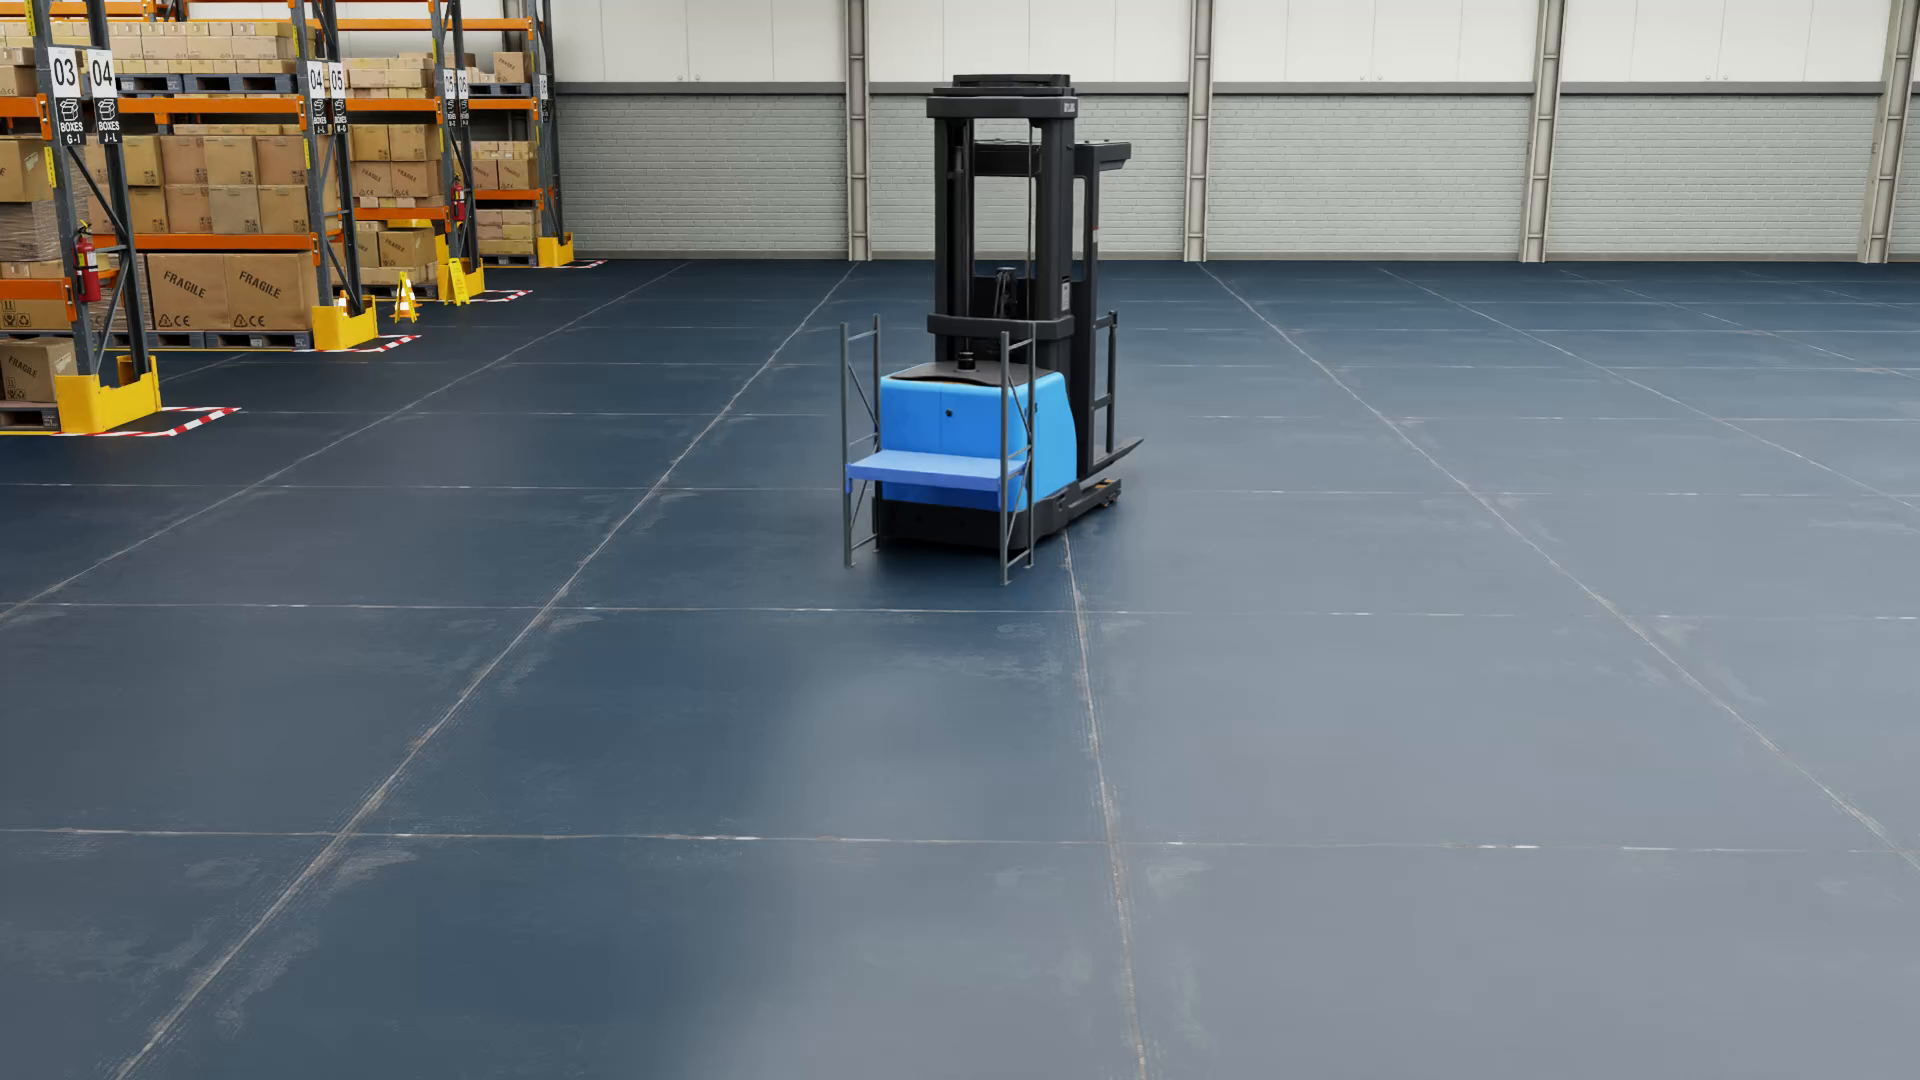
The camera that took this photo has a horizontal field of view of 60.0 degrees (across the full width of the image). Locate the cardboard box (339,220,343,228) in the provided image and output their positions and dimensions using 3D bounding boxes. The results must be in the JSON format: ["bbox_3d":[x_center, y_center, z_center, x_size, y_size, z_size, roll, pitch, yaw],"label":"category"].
[{"bbox_3d":[-8.935,-4.521,23.920,0.250,0.149,0.380,1,15,4],"label":"cardboard box"}]

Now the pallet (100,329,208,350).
[{"bbox_3d":[-9.288,-2.425,19.617,1.213,0.211,1.003,0,15,1],"label":"pallet"}]

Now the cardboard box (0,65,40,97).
[{"bbox_3d":[-7.986,-3.831,13.896,0.500,0.250,0.500,1,15,3],"label":"cardboard box"}]

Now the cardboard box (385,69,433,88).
[{"bbox_3d":[-7.763,-6.499,23.422,0.500,0.250,0.500,0,15,1],"label":"cardboard box"}]

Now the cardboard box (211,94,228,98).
[{"bbox_3d":[-10.427,-6.343,23.615,0.250,0.149,0.380,0,15,1],"label":"cardboard box"}]

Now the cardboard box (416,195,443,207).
[{"bbox_3d":[-7.624,-4.869,23.906,0.250,0.149,0.380,1,15,3],"label":"cardboard box"}]

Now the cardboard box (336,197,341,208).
[{"bbox_3d":[-8.904,-4.859,23.870,0.250,0.149,0.380,0,15,1],"label":"cardboard box"}]

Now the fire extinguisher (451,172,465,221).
[{"bbox_3d":[-7.142,-4.887,23.633,0.183,0.674,0.296,0,15,1],"label":"fire extinguisher"}]

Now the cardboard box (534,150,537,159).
[{"bbox_3d":[-7.454,-6.739,29.033,0.250,0.149,0.380,0,15,0],"label":"cardboard box"}]

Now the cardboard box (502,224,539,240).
[{"bbox_3d":[-7.616,-5.347,28.813,0.500,0.250,0.500,0,15,1],"label":"cardboard box"}]

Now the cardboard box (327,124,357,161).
[{"bbox_3d":[-8.779,-5.648,23.628,0.500,0.500,0.700,0,15,1],"label":"cardboard box"}]

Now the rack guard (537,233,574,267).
[{"bbox_3d":[-7.098,-5.099,29.188,0.348,0.500,1.175,0,15,1],"label":"rack guard"}]

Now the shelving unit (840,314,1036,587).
[{"bbox_3d":[-0.129,-0.559,10.017,1.048,1.500,0.538,6,16,21],"label":"shelving unit"}]

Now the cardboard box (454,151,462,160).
[{"bbox_3d":[-8.505,-6.607,28.533,0.250,0.149,0.380,0,15,0],"label":"cardboard box"}]

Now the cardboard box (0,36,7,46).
[{"bbox_3d":[-10.787,-5.504,18.633,0.500,0.250,0.500,0,15,2],"label":"cardboard box"}]

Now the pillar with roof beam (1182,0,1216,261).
[{"bbox_3d":[4.092,-8.267,24.535,0.400,9.000,9.100,0,15,1],"label":"pillar with roof beam"}]

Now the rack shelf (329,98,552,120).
[{"bbox_3d":[-9.121,-7.424,28.628,4.000,0.370,1.077,0,15,1],"label":"rack shelf"}]

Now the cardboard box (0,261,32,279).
[{"bbox_3d":[-8.038,-2.345,14.339,0.250,0.149,0.380,0,15,1],"label":"cardboard box"}]

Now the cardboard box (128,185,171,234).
[{"bbox_3d":[-9.280,-3.869,19.332,0.500,0.550,0.875,0,15,1],"label":"cardboard box"}]

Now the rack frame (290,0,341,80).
[{"bbox_3d":[-7.270,-6.680,18.519,0.127,3.000,1.000,0,15,1],"label":"rack frame"}]

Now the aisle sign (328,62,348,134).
[{"bbox_3d":[-7.191,-5.112,19.241,0.004,0.787,0.394,0,15,1],"label":"aisle sign"}]

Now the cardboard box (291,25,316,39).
[{"bbox_3d":[-7.596,-5.828,19.082,0.250,0.149,0.380,1,15,2],"label":"cardboard box"}]

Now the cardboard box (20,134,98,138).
[{"bbox_3d":[-10.348,-4.415,19.283,0.550,0.550,0.875,0,15,1],"label":"cardboard box"}]

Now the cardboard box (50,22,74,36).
[{"bbox_3d":[-9.894,-5.676,18.504,0.250,0.149,0.380,1,15,2],"label":"cardboard box"}]

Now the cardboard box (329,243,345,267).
[{"bbox_3d":[-9.078,-4.225,24.070,0.500,0.500,0.500,0,15,0],"label":"cardboard box"}]

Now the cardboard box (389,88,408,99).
[{"bbox_3d":[-7.858,-6.295,23.434,0.250,0.149,0.380,0,15,2],"label":"cardboard box"}]

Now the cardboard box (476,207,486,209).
[{"bbox_3d":[-8.596,-5.725,29.266,0.500,0.250,0.500,0,15,1],"label":"cardboard box"}]

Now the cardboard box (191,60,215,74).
[{"bbox_3d":[-8.372,-5.280,18.568,0.250,0.149,0.380,1,15,2],"label":"cardboard box"}]

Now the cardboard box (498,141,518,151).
[{"bbox_3d":[-7.732,-6.756,28.518,0.250,0.149,0.380,0,15,2],"label":"cardboard box"}]

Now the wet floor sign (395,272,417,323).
[{"bbox_3d":[-7.191,-3.146,21.498,0.232,0.644,0.267,-2,15,-8],"label":"wet floor sign"}]

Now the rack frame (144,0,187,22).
[{"bbox_3d":[-11.243,-7.969,23.405,0.127,3.000,1.000,0,15,1],"label":"rack frame"}]

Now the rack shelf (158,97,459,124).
[{"bbox_3d":[-9.244,-6.158,23.830,4.000,0.370,1.077,0,15,1],"label":"rack shelf"}]

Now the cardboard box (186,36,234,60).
[{"bbox_3d":[-8.267,-5.488,18.572,0.500,0.250,0.500,0,15,2],"label":"cardboard box"}]

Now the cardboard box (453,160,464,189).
[{"bbox_3d":[-8.651,-6.302,28.649,0.500,0.500,0.500,0,15,0],"label":"cardboard box"}]

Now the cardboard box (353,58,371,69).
[{"bbox_3d":[-8.355,-6.707,23.431,0.250,0.149,0.380,0,15,2],"label":"cardboard box"}]

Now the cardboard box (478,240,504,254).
[{"bbox_3d":[-8.096,-5.110,28.895,0.500,0.250,0.500,0,15,1],"label":"cardboard box"}]

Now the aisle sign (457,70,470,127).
[{"bbox_3d":[-7.175,-6.378,24.038,0.004,0.787,0.394,0,15,1],"label":"aisle sign"}]

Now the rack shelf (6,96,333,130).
[{"bbox_3d":[-9.269,-4.895,19.043,4.000,0.370,1.077,0,15,1],"label":"rack shelf"}]

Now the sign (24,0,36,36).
[{"bbox_3d":[-7.532,-4.252,13.461,0.005,0.325,0.100,0,15,1],"label":"sign"}]

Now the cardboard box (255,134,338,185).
[{"bbox_3d":[-7.640,-4.386,19.174,0.550,0.550,0.875,0,15,1],"label":"cardboard box"}]

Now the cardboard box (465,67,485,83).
[{"bbox_3d":[-8.211,-7.875,28.171,0.258,0.266,0.396,0,15,2],"label":"cardboard box"}]

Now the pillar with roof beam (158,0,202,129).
[{"bbox_3d":[-13.903,-8.385,24.980,0.400,9.000,9.100,0,15,1],"label":"pillar with roof beam"}]

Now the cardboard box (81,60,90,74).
[{"bbox_3d":[-9.640,-5.289,18.599,0.250,0.149,0.380,0,15,1],"label":"cardboard box"}]

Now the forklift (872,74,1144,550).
[{"bbox_3d":[0.502,-1.683,11.472,1.130,2.935,3.031,7,16,24],"label":"forklift"}]

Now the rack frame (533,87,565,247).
[{"bbox_3d":[-7.122,-6.308,28.870,0.127,3.000,1.000,0,15,1],"label":"rack frame"}]

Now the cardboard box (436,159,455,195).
[{"bbox_3d":[-7.711,-5.308,24.301,0.500,0.500,0.500,0,15,1],"label":"cardboard box"}]

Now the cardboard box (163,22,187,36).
[{"bbox_3d":[-8.630,-5.668,18.472,0.250,0.149,0.380,0,15,2],"label":"cardboard box"}]
